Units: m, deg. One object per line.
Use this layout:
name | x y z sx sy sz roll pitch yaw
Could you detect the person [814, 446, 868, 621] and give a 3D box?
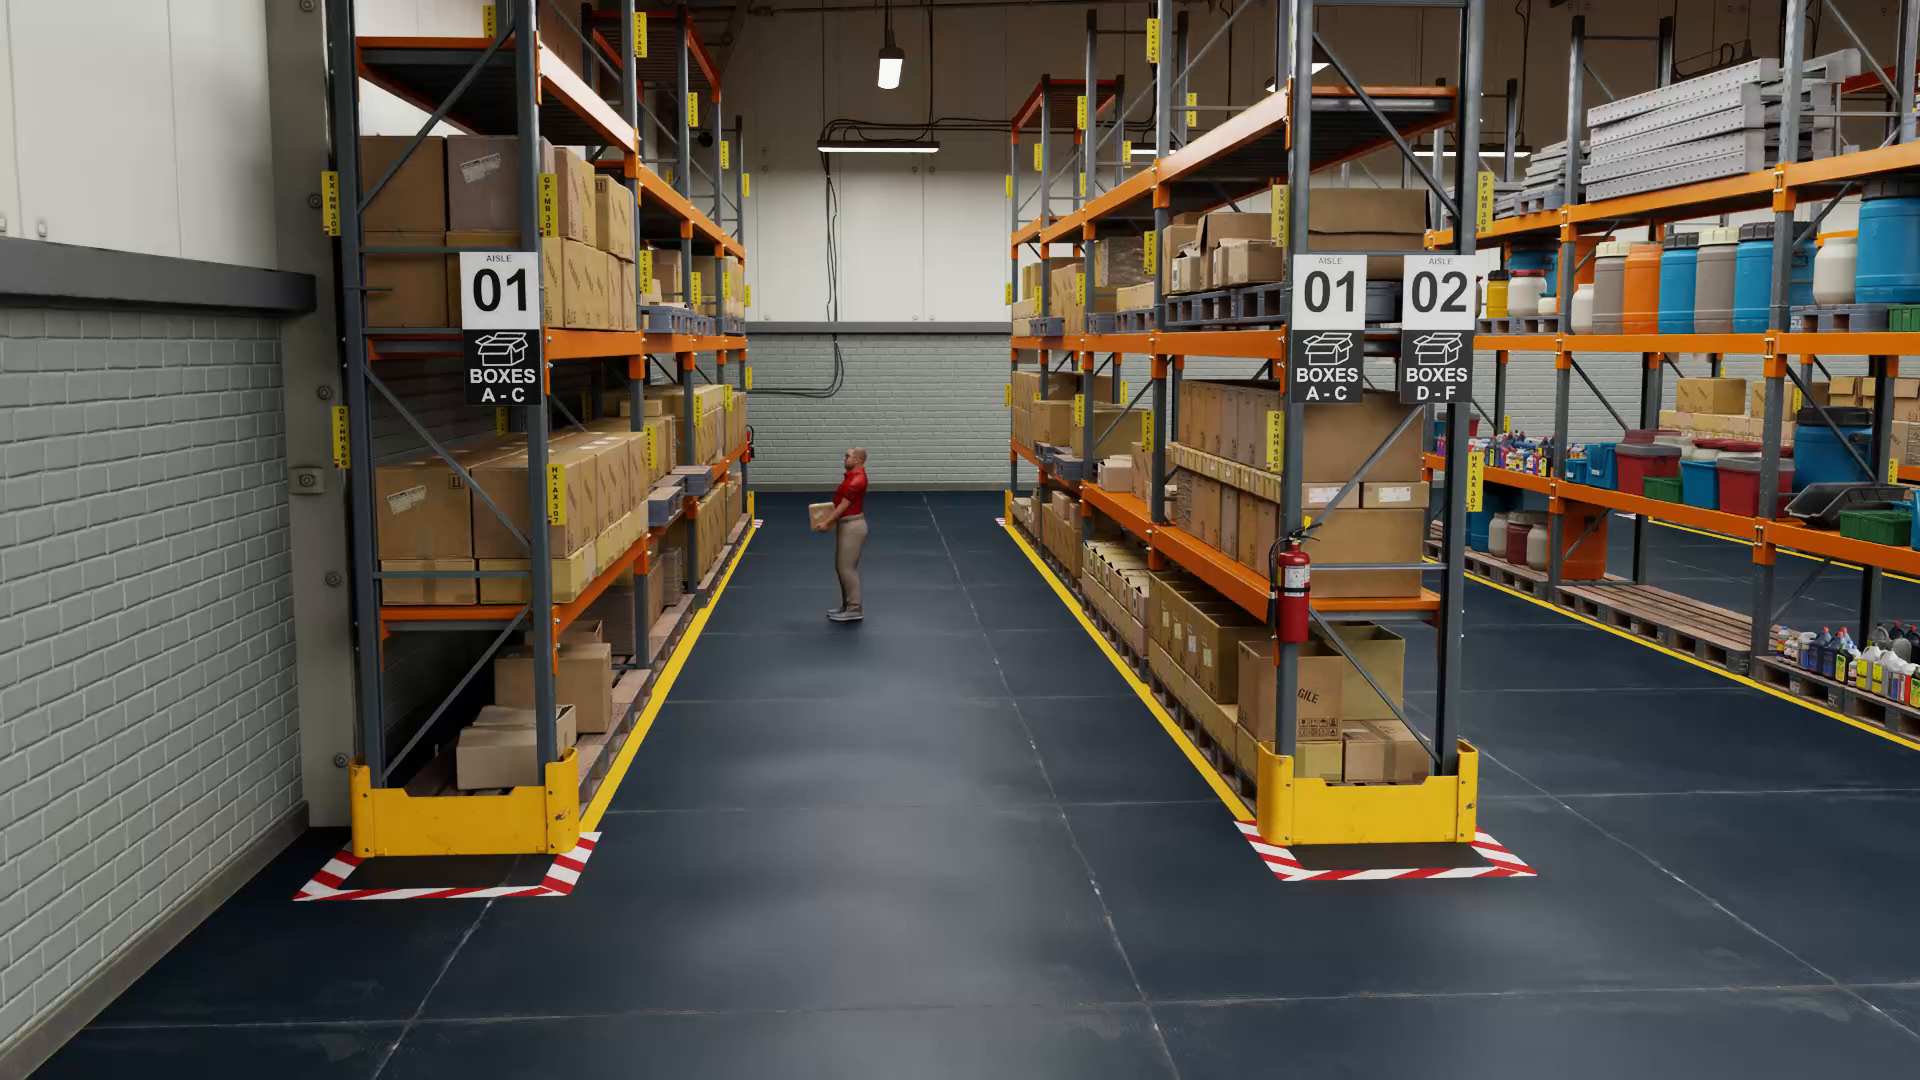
person | -1.175 -0.071 16.457 0.531 1.712 0.493 0 7 -3
